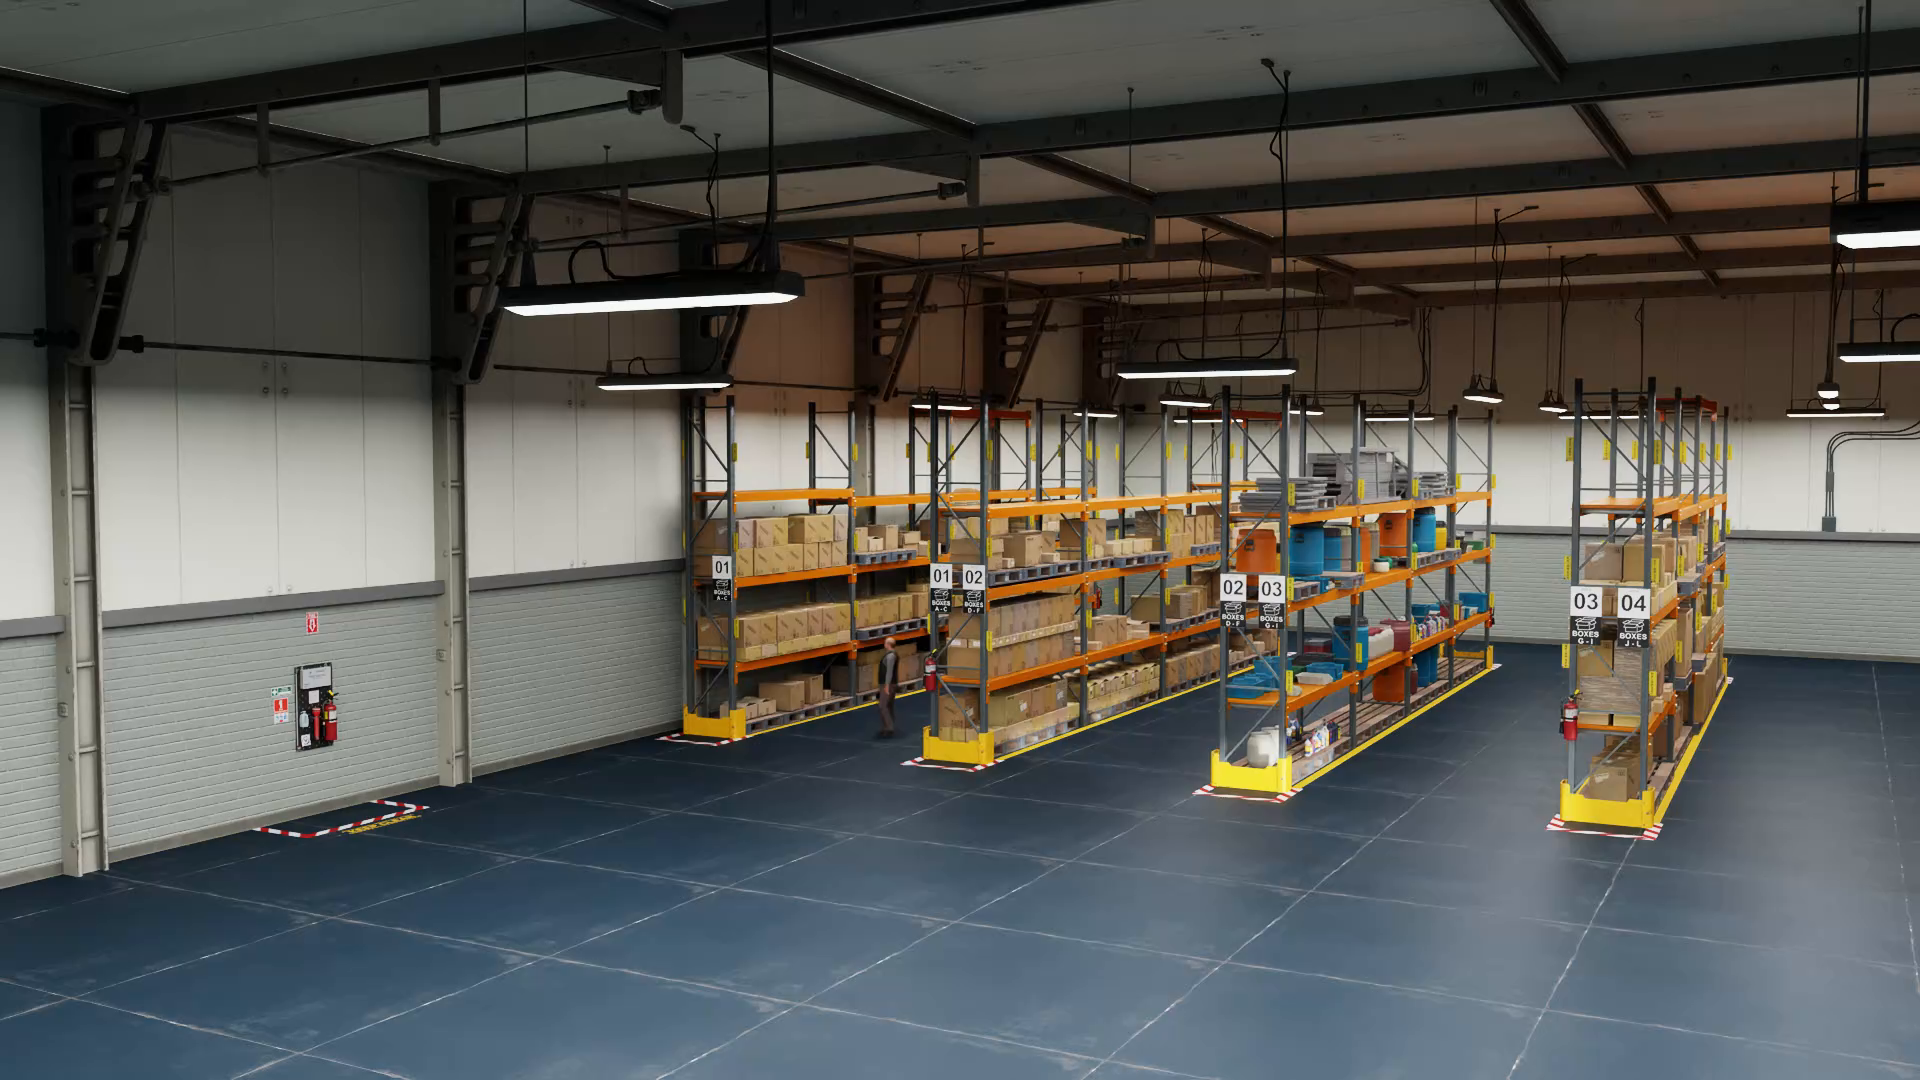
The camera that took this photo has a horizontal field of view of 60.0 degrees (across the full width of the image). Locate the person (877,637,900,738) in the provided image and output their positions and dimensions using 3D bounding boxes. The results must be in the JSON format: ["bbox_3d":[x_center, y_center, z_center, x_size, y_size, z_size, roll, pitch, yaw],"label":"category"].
[{"bbox_3d":[-1.278,2.608,29.403,0.393,1.761,0.589,0,3,9],"label":"person"}]
